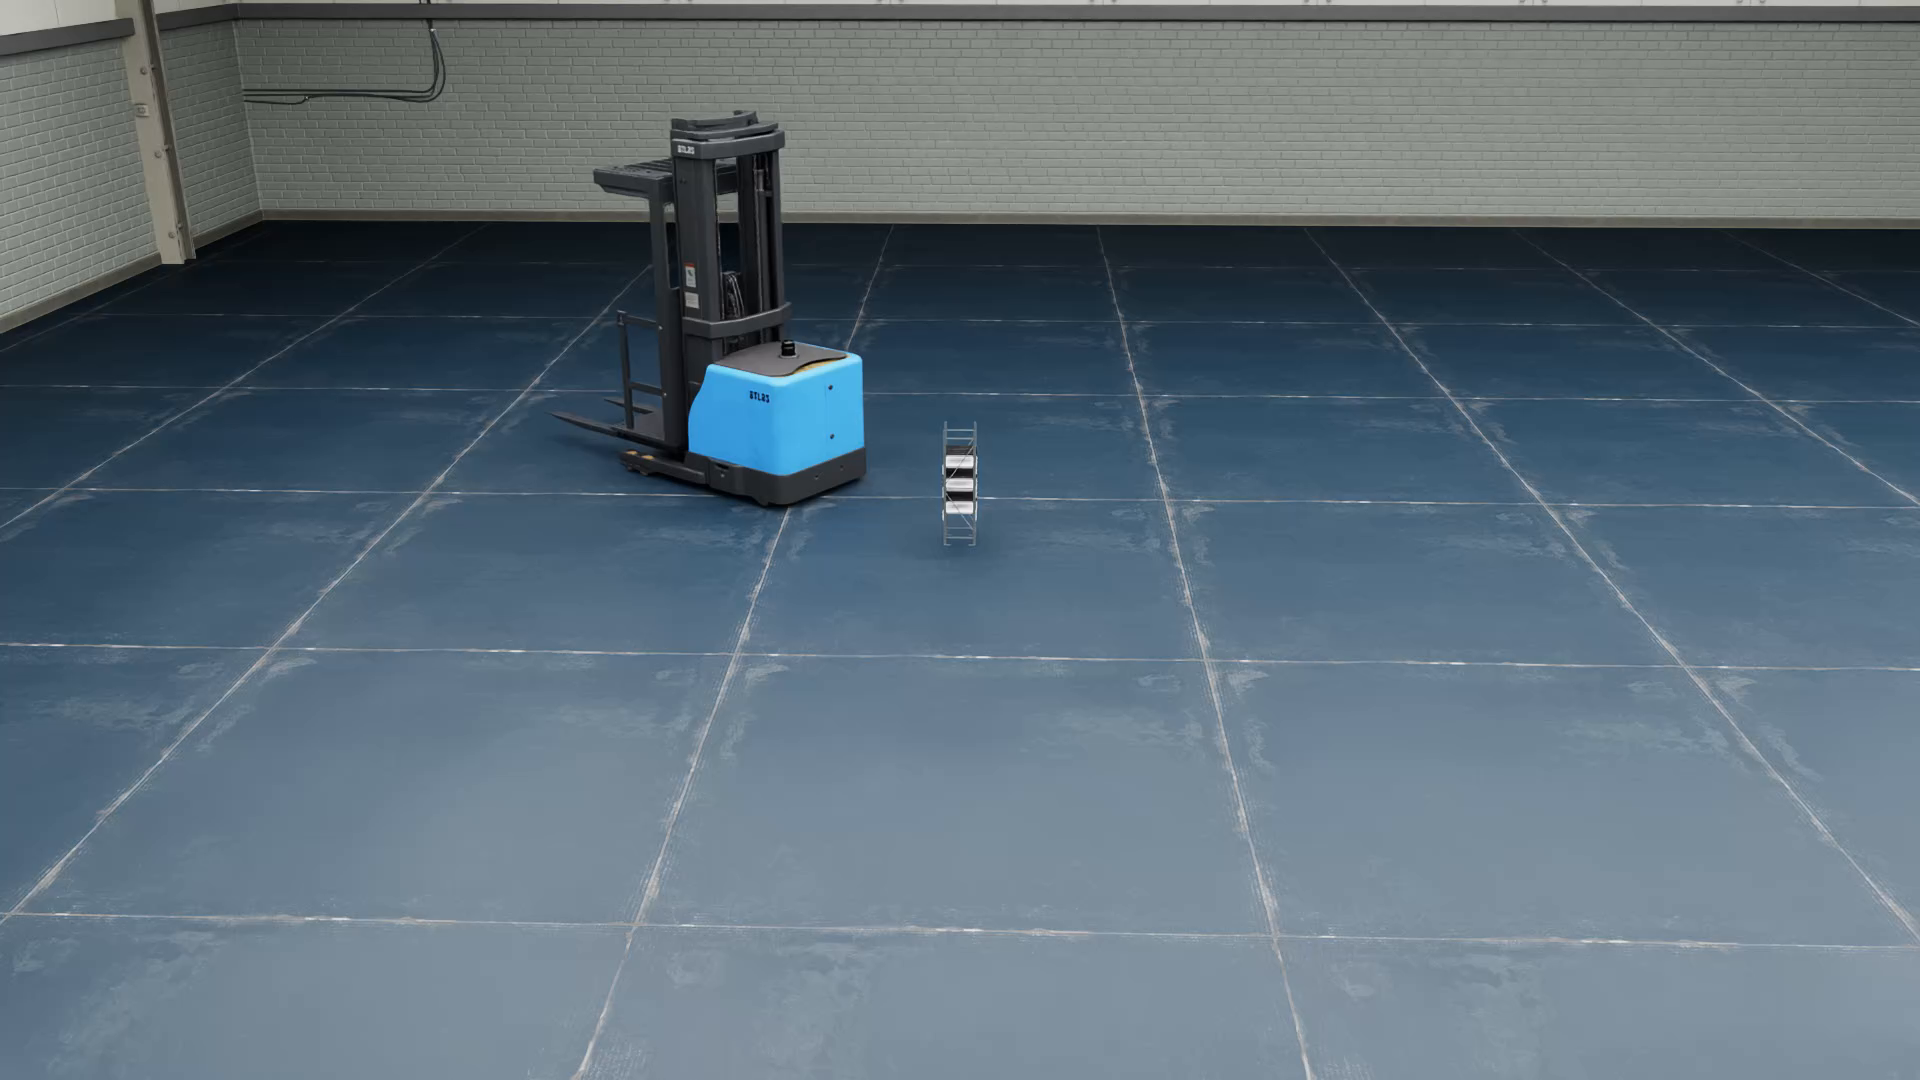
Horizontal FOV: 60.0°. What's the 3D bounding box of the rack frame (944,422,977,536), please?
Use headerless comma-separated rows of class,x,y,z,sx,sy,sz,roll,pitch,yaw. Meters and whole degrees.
rack frame,0.003,-0.453,12.453,0.240,0.900,0.006,1,21,2

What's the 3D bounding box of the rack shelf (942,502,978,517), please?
rack shelf,0.000,-0.218,12.436,0.258,0.077,0.200,1,21,2

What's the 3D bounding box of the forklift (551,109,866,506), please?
forklift,-2.249,-2.046,13.750,3.031,2.935,1.130,16,26,35

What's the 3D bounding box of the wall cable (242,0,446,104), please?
wall cable,-8.975,-7.508,23.732,3.097,2.526,0.112,1,21,2

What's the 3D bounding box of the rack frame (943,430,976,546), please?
rack frame,-0.003,-0.380,12.264,0.240,0.900,0.006,1,21,2

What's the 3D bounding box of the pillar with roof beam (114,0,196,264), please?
pillar with roof beam,-6.084,-7.858,20.340,9.100,9.000,0.400,1,21,2

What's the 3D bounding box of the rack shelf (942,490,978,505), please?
rack shelf,0.000,-0.302,12.403,0.258,0.077,0.200,1,21,2

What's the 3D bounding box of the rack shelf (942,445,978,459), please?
rack shelf,0.000,-0.637,12.273,0.258,0.077,0.200,1,21,2

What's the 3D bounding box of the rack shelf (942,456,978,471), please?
rack shelf,0.000,-0.553,12.306,0.258,0.077,0.200,1,21,2

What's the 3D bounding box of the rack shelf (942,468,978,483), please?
rack shelf,0.000,-0.469,12.338,0.258,0.077,0.200,1,21,2

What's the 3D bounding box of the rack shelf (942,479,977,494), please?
rack shelf,0.000,-0.386,12.371,0.258,0.077,0.200,1,21,2

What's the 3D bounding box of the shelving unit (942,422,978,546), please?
shelving unit,0.000,-0.417,12.359,0.258,0.900,0.210,1,21,2
